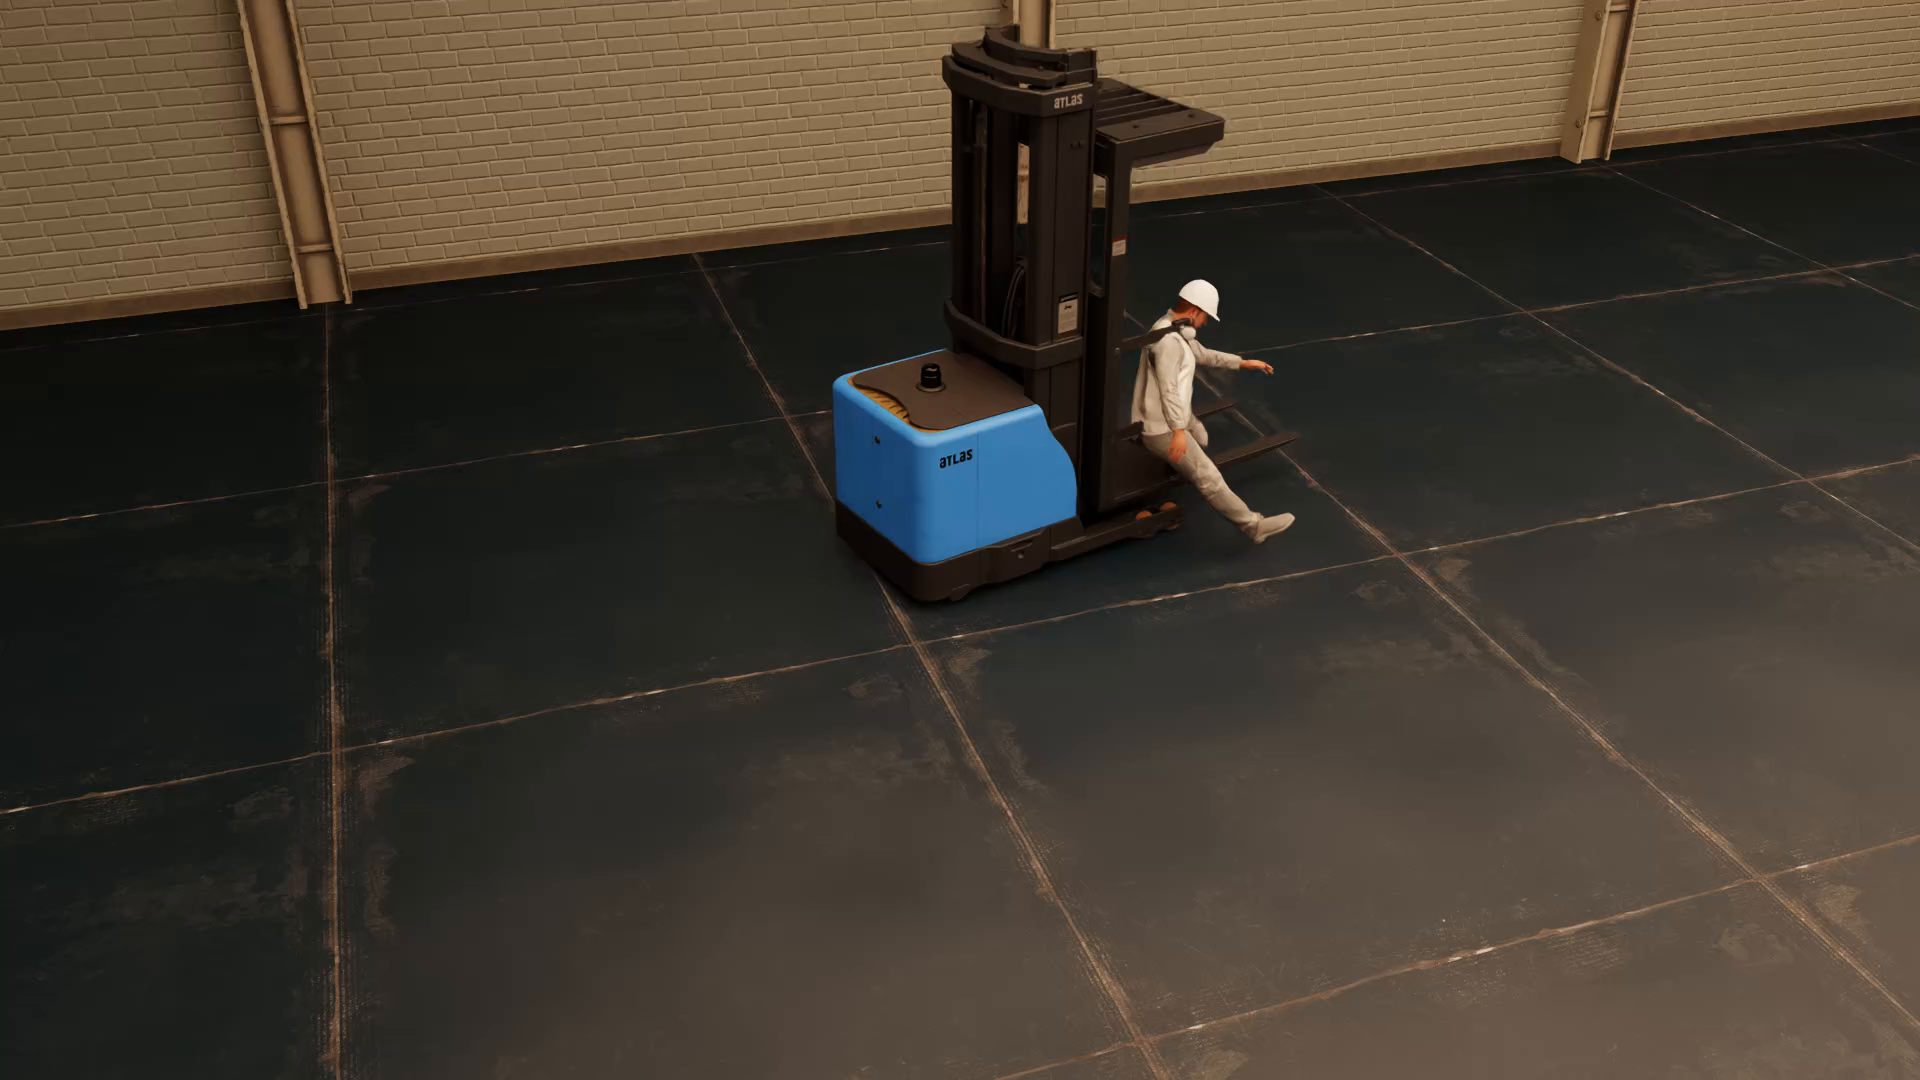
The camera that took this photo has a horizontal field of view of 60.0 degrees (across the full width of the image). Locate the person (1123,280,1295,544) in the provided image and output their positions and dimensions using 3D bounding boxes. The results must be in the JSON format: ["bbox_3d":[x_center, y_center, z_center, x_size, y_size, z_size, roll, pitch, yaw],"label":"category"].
[{"bbox_3d":[1.484,-0.791,9.802,1.105,1.477,0.965,7,31,11],"label":"person"}]

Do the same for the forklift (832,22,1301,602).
[{"bbox_3d":[0.767,-1.478,9.656,3.031,2.935,1.130,-18,35,-29],"label":"forklift"}]
